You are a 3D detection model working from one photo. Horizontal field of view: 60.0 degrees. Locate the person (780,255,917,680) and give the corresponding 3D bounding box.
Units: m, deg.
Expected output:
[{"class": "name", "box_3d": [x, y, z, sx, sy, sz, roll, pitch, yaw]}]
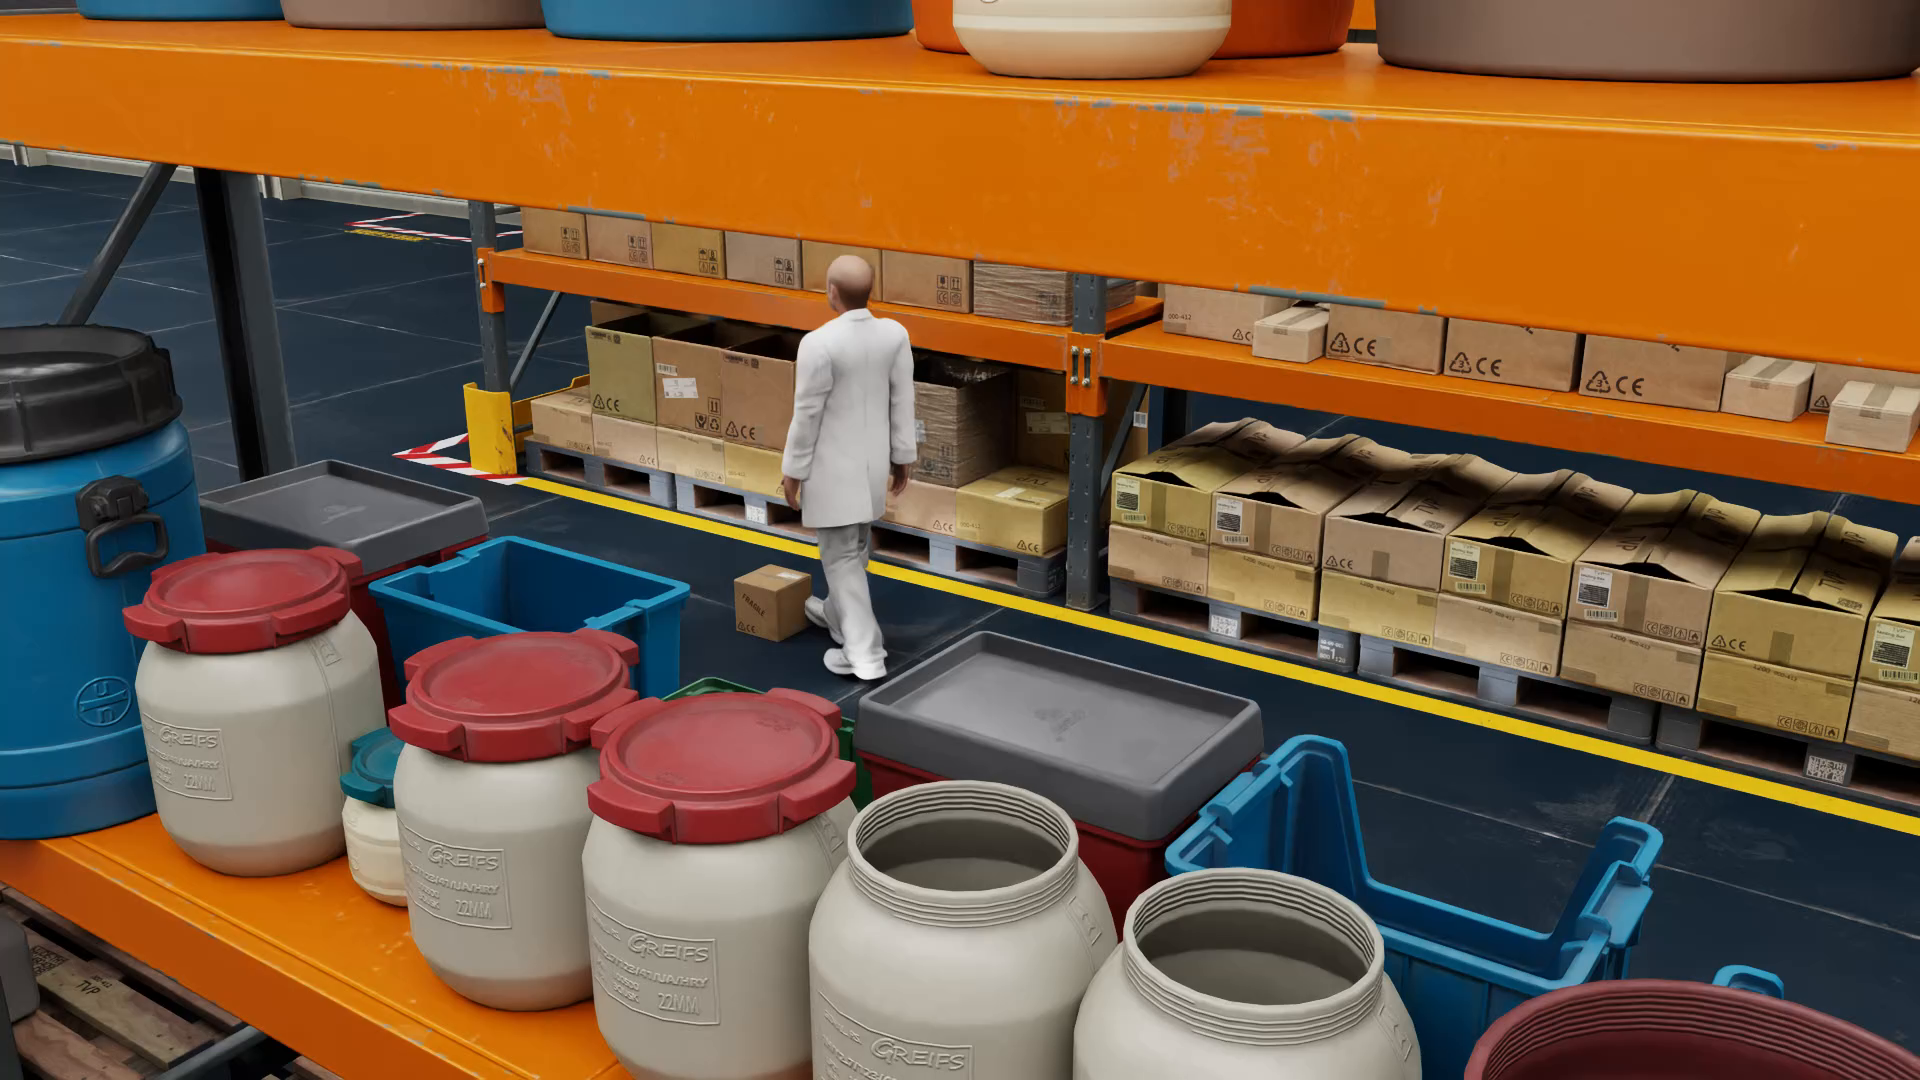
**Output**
[{"class": "person", "box_3d": [-0.534, -0.319, 7.008, 0.613, 1.758, 0.798, -17, 25, -39]}]
